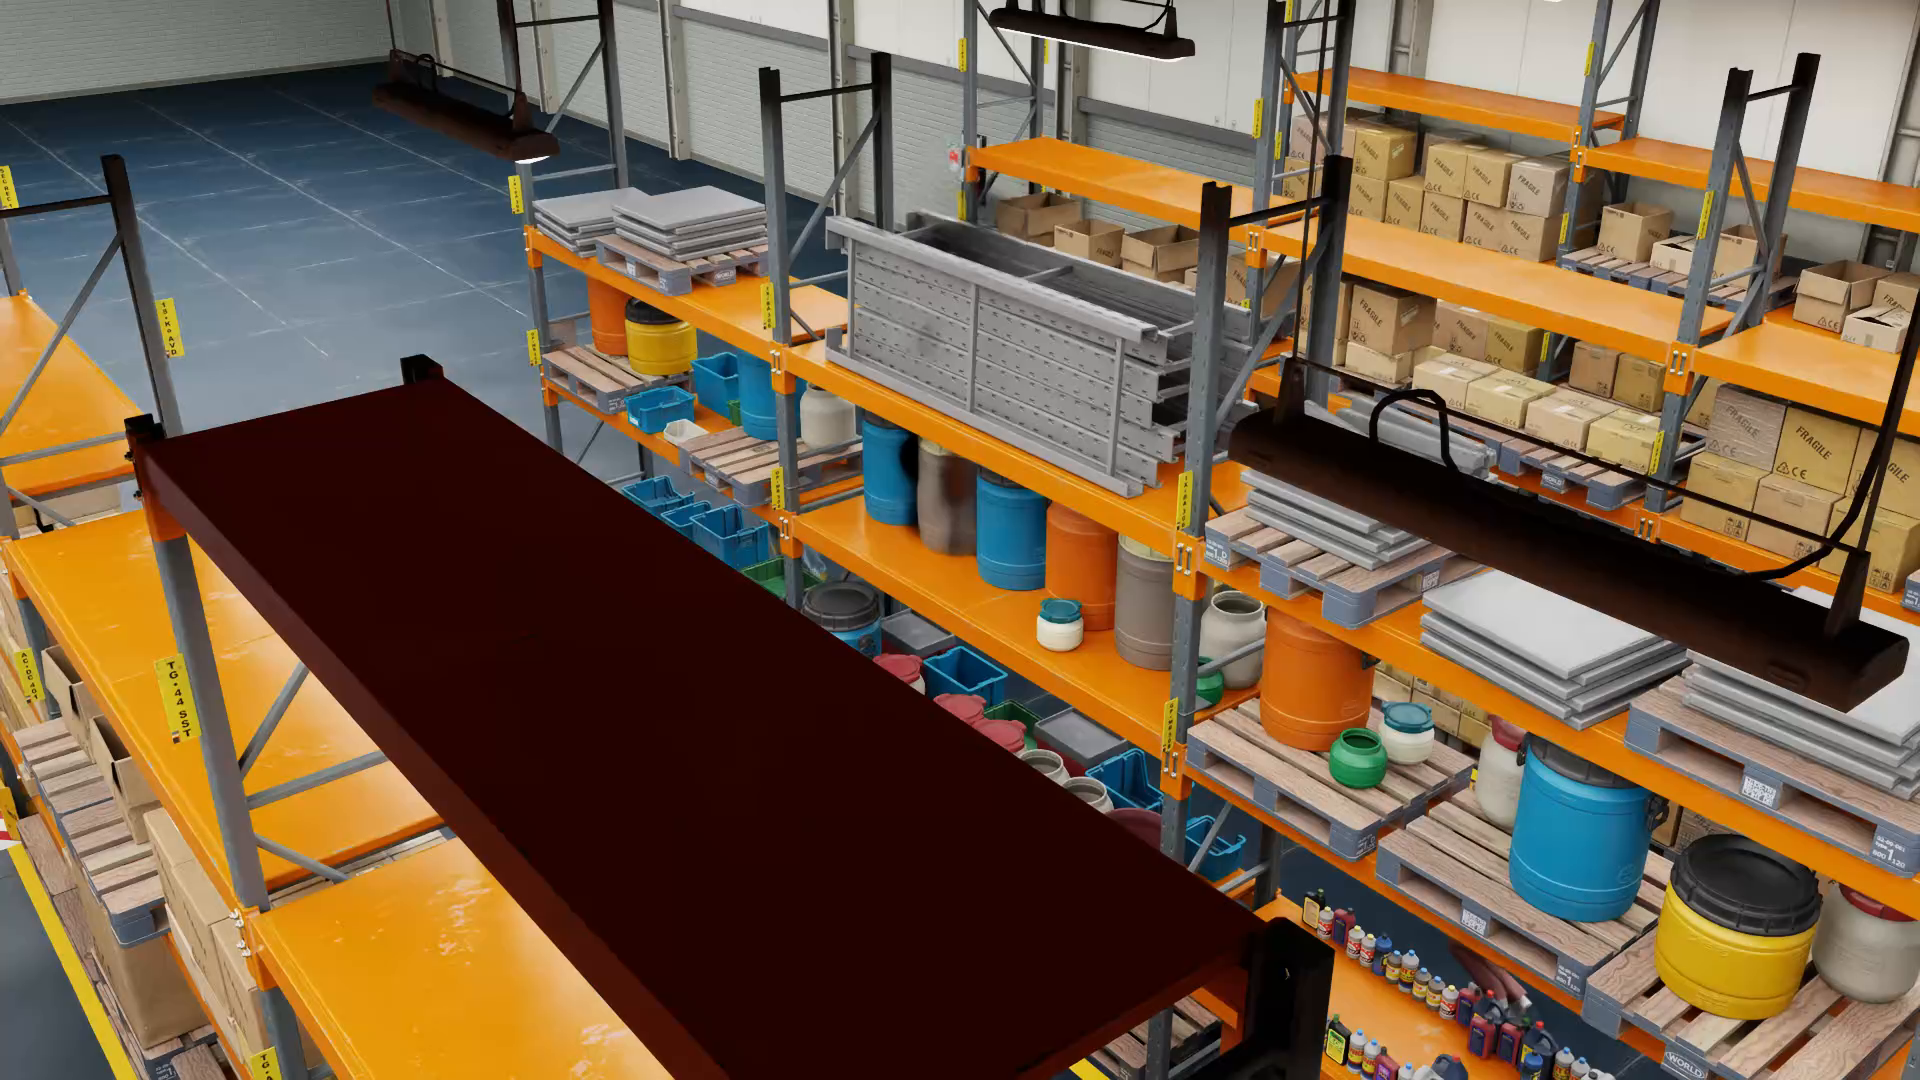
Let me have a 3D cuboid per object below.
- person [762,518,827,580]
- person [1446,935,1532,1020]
[{"bbox_3d":[-1.788,-0.352,17.035,0.864,1.813,0.626,4,26,8],"label":"person"},{"bbox_3d":[3.510,2.538,10.965,0.570,1.538,0.595,-15,30,-29],"label":"person"}]
